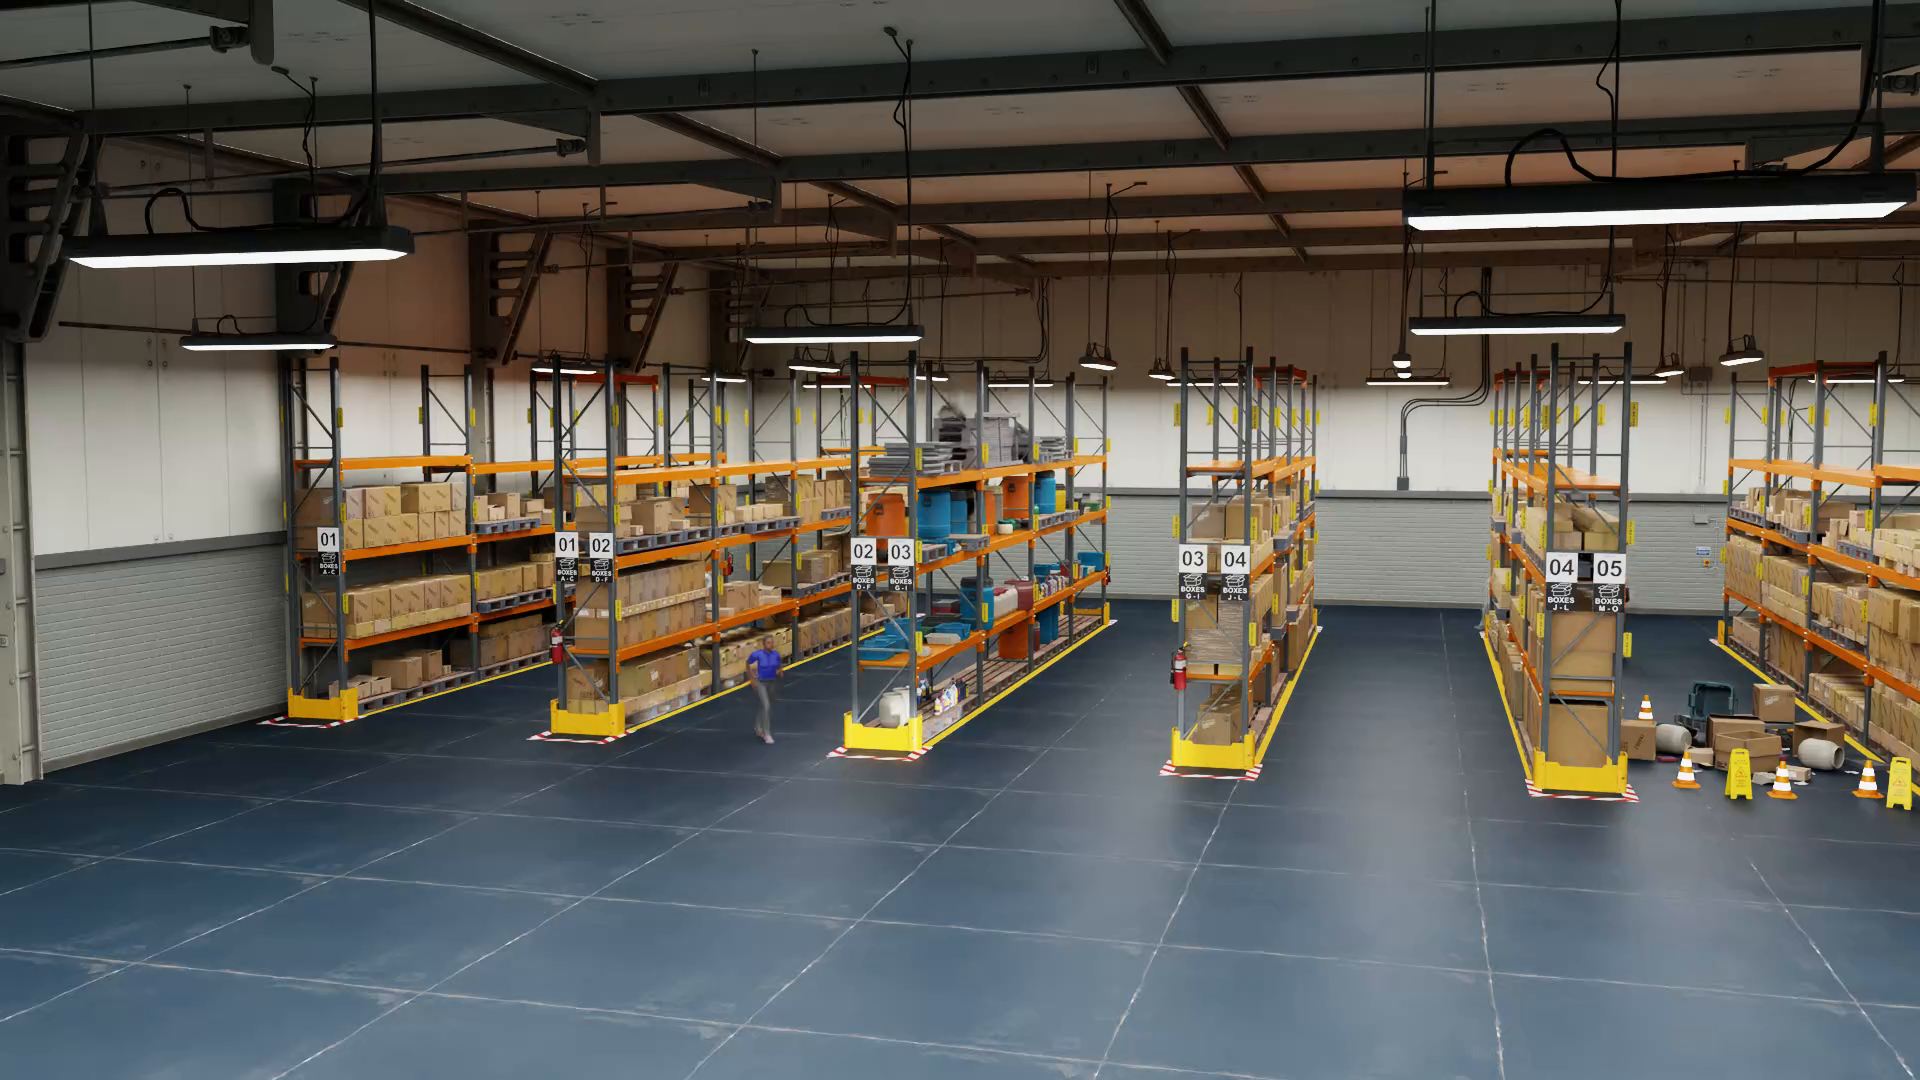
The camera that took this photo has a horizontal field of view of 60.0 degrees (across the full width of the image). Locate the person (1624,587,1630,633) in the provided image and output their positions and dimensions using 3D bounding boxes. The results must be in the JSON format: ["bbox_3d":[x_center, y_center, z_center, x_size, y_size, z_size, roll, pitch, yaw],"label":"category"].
[{"bbox_3d":[13.635,1.571,34.670,0.728,1.829,1.002,0,4,4],"label":"person"}]

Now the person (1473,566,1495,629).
[{"bbox_3d":[12.625,1.332,39.144,0.944,1.606,0.694,1,4,10],"label":"person"}]

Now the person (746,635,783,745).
[{"bbox_3d":[-3.012,2.310,25.769,0.507,1.713,0.862,-3,5,-37],"label":"person"}]

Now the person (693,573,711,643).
[{"bbox_3d":[-5.892,1.382,36.954,0.681,1.822,0.977,0,4,-1],"label":"person"}]
